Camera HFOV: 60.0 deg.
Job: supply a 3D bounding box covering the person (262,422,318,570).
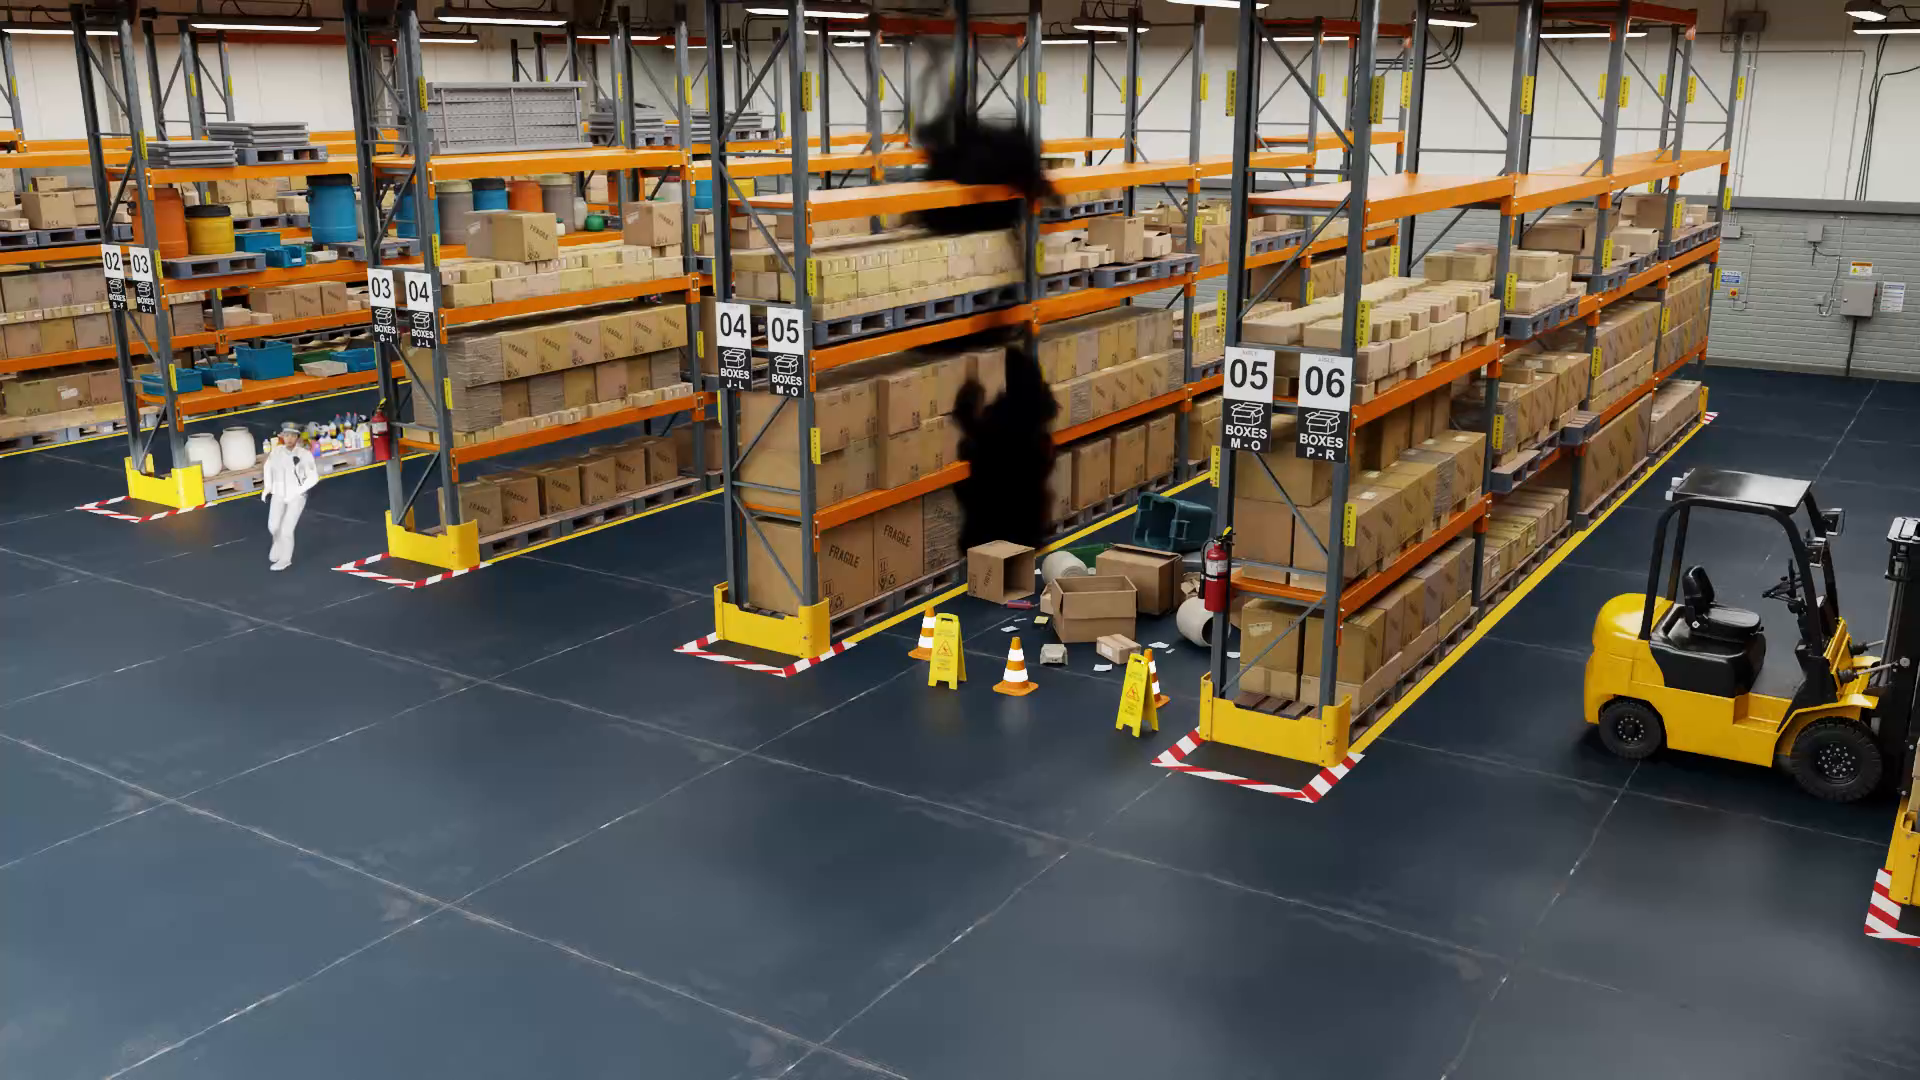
[{"bbox_3d":[-7.196,-0.460,17.826,0.627,1.623,0.547,-1,16,-4],"label":"person"}]
